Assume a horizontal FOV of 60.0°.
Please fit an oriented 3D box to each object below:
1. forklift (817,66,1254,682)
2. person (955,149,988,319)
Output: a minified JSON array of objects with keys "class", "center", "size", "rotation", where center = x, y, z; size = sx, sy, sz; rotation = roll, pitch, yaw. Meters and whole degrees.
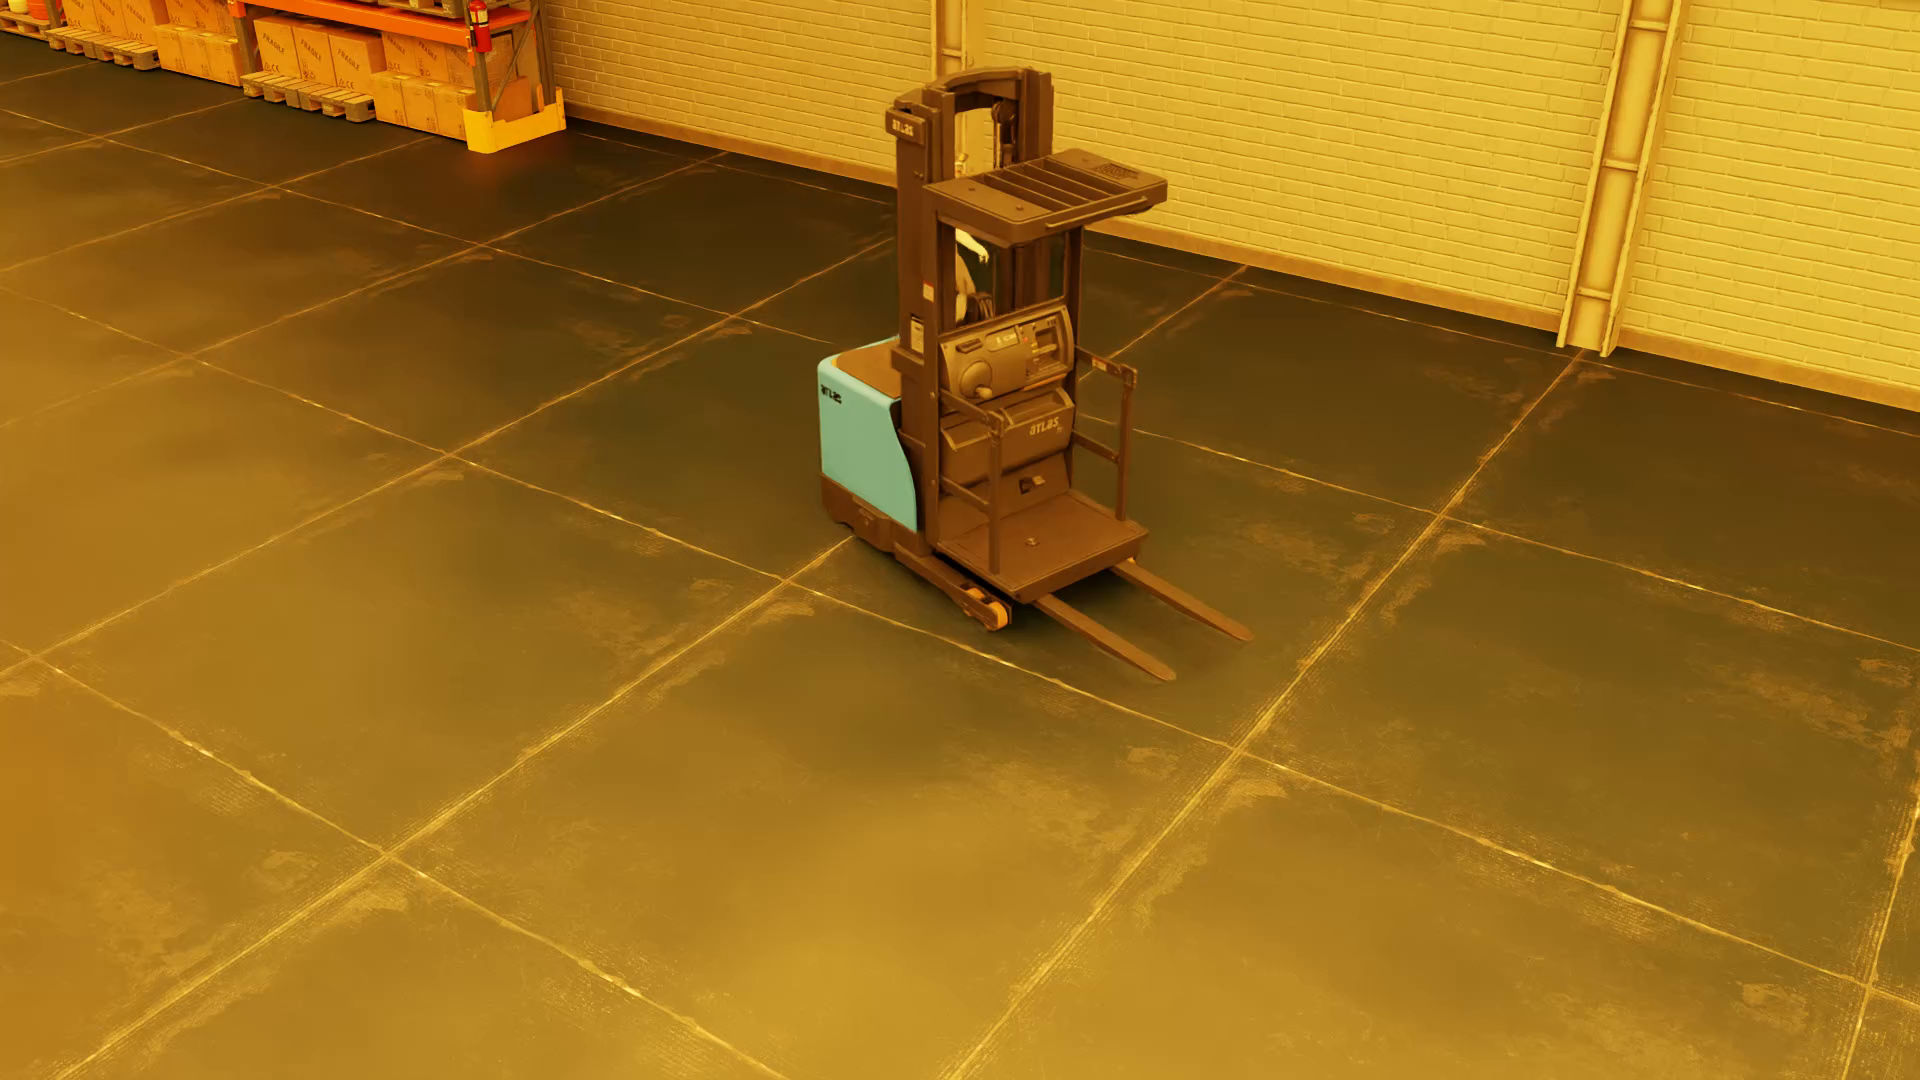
[{"class":"forklift","center":[0.412,-1.026,9.349],"size":[1.130,2.935,3.031],"rotation":[-22,37,-33]},{"class":"person","center":[-0.035,-2.234,12.772],"size":[0.672,1.594,0.742],"rotation":[-15,33,-24]}]
